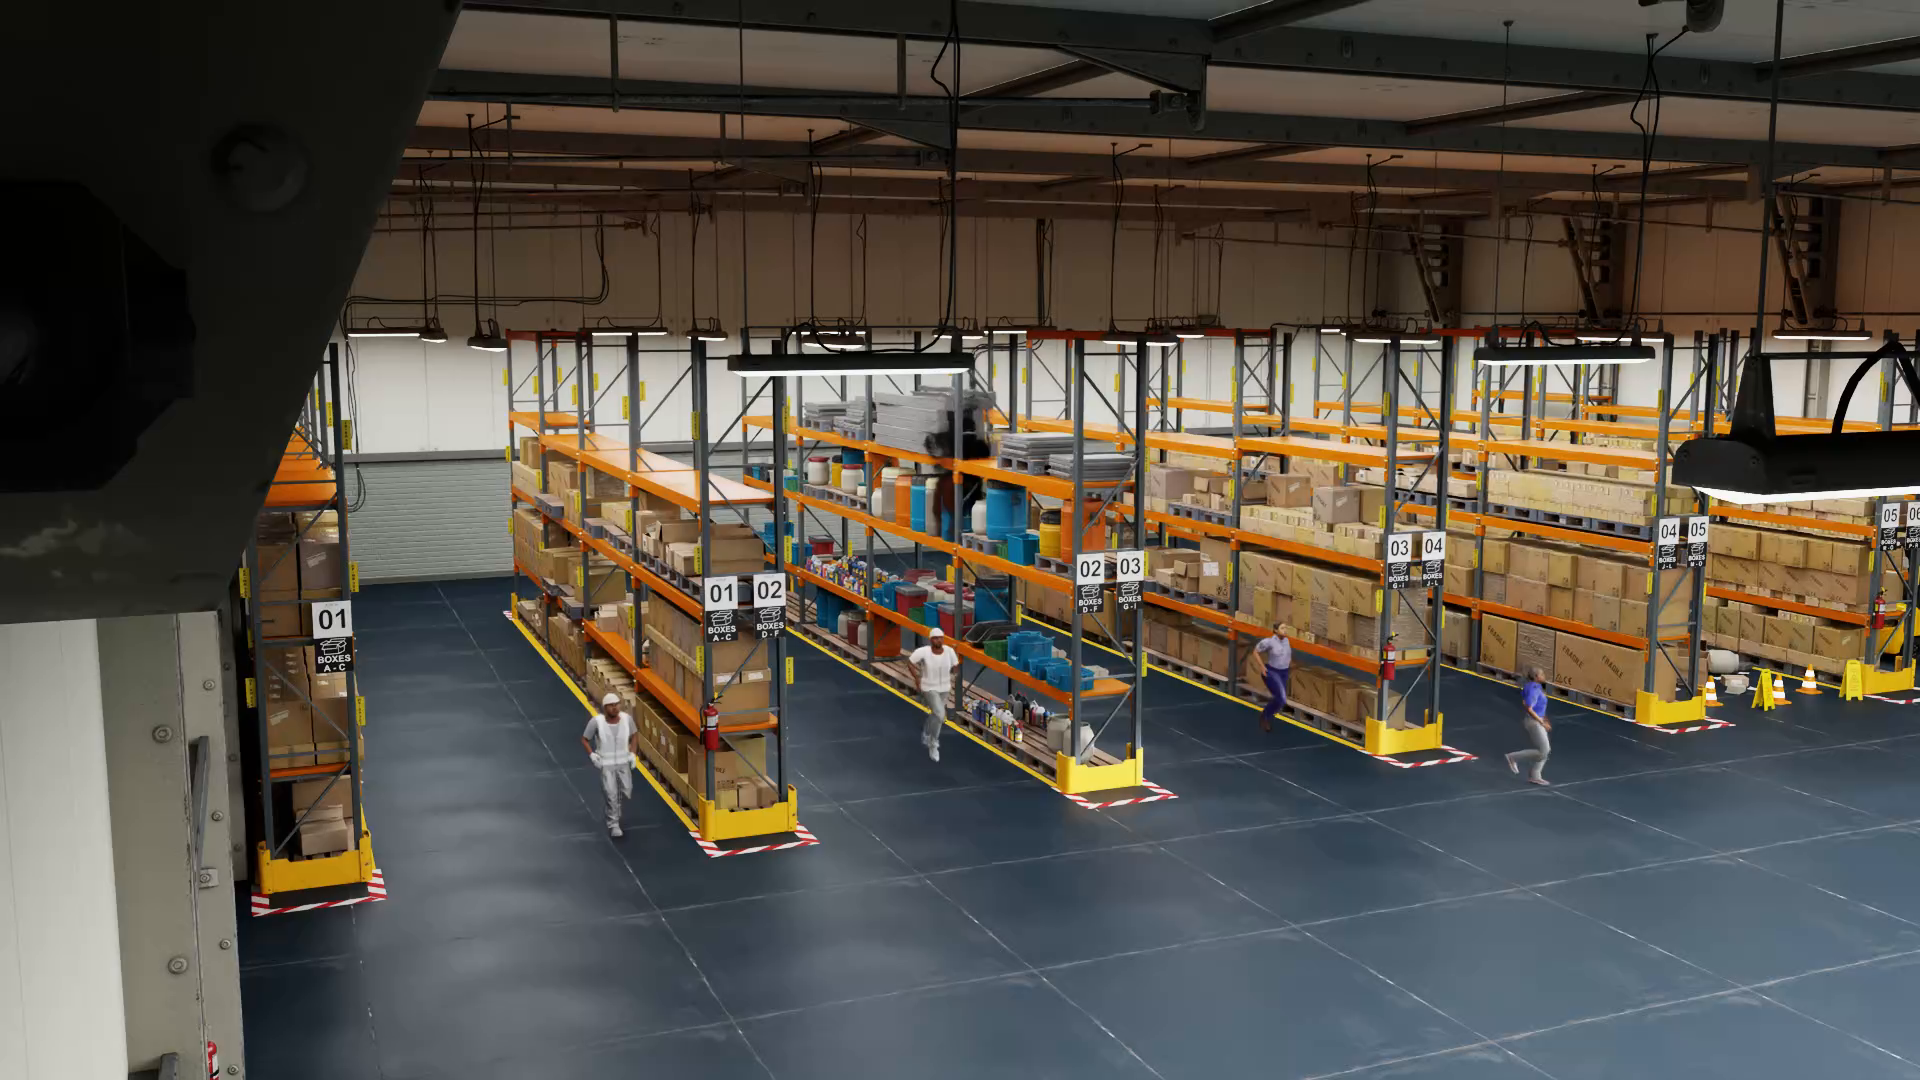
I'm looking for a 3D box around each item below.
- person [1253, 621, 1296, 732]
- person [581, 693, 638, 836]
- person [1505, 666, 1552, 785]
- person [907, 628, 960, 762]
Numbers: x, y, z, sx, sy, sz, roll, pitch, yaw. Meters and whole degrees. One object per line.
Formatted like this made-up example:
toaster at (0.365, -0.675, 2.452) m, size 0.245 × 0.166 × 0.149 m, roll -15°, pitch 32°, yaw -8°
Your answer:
person at (4.613, 1.986, 24.220) m, size 0.581 × 1.602 × 0.629 m, roll -6°, pitch 10°, yaw -35°
person at (-4.273, 2.714, 20.342) m, size 0.701 × 1.747 × 0.615 m, roll -4°, pitch 9°, yaw -28°
person at (7.692, 2.504, 22.462) m, size 0.605 × 1.628 × 0.587 m, roll 2°, pitch 8°, yaw 12°
person at (-0.311, 2.099, 22.907) m, size 0.660 × 1.828 × 0.755 m, roll -5°, pitch 9°, yaw -30°
